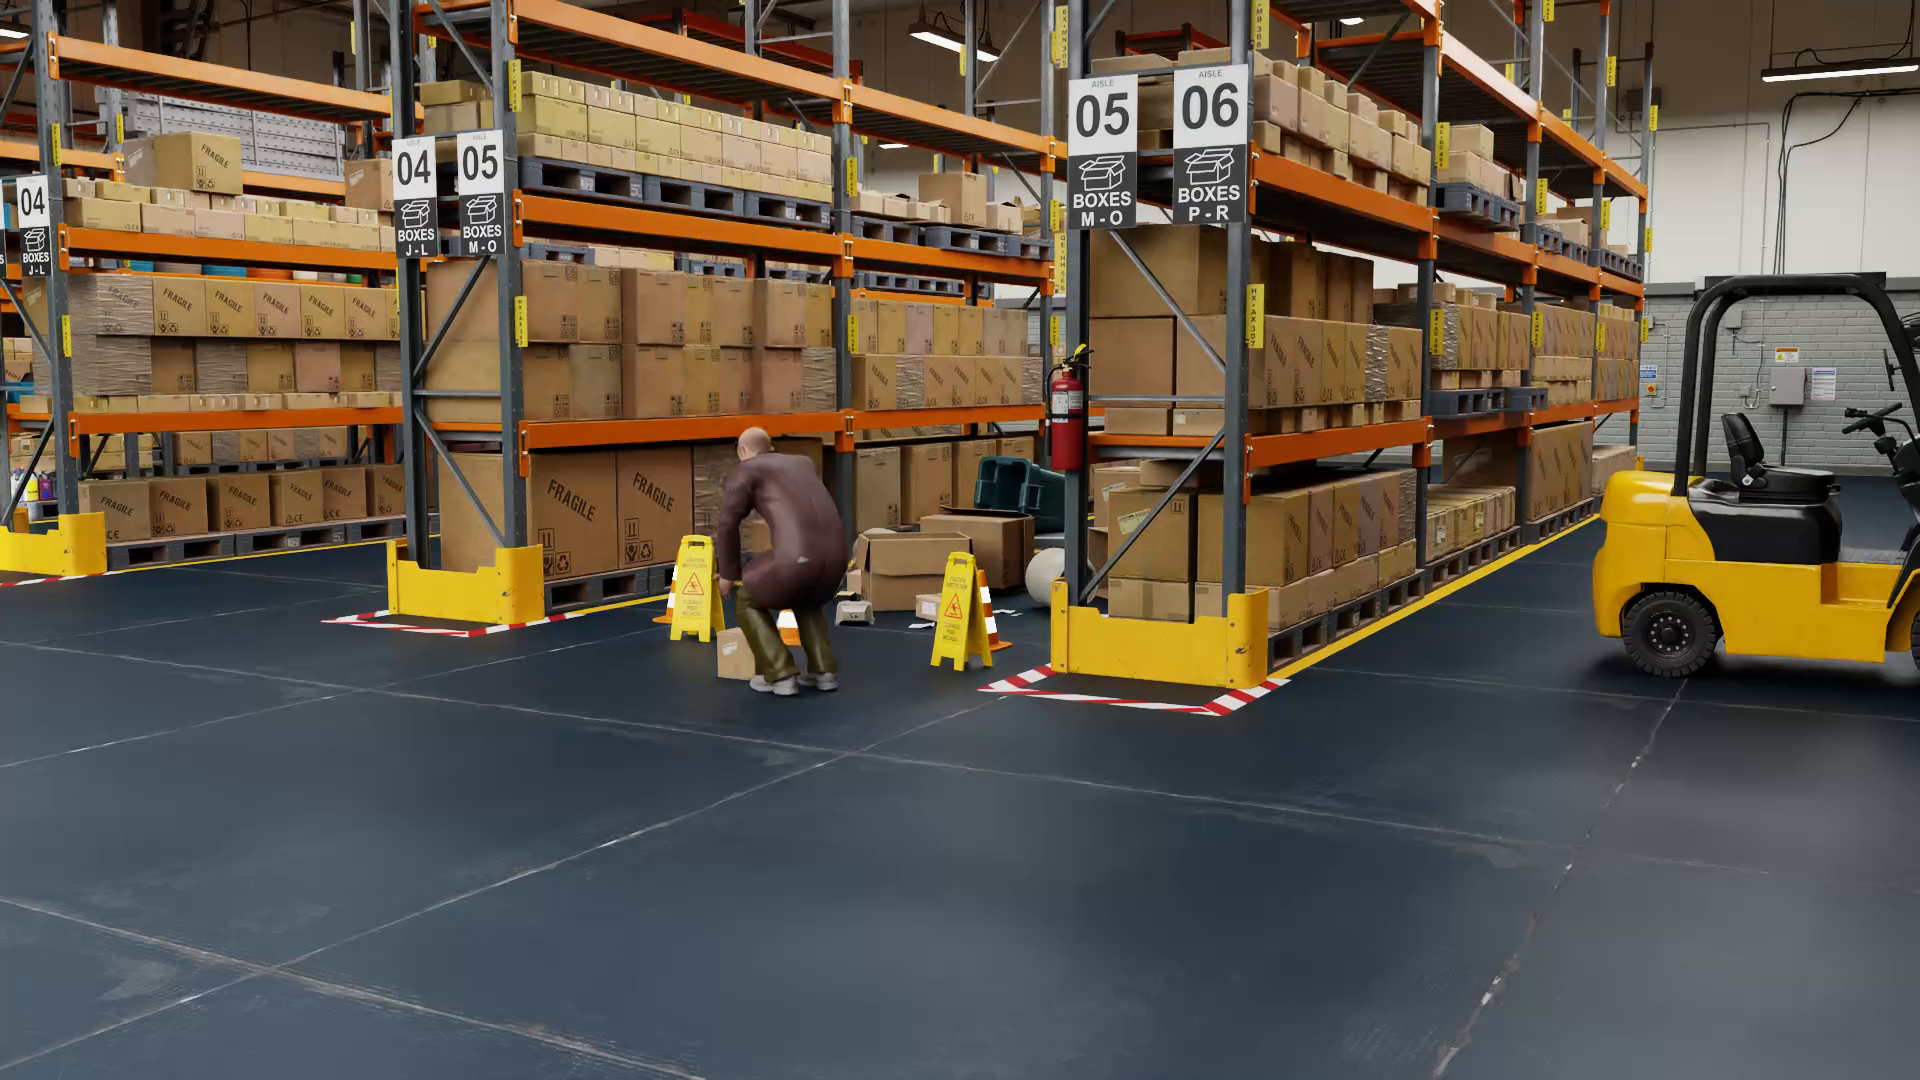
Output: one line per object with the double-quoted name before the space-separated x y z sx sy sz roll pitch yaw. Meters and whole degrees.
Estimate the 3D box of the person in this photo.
"person" -0.956 0.338 8.766 0.592 0.898 0.956 -5 7 -38
